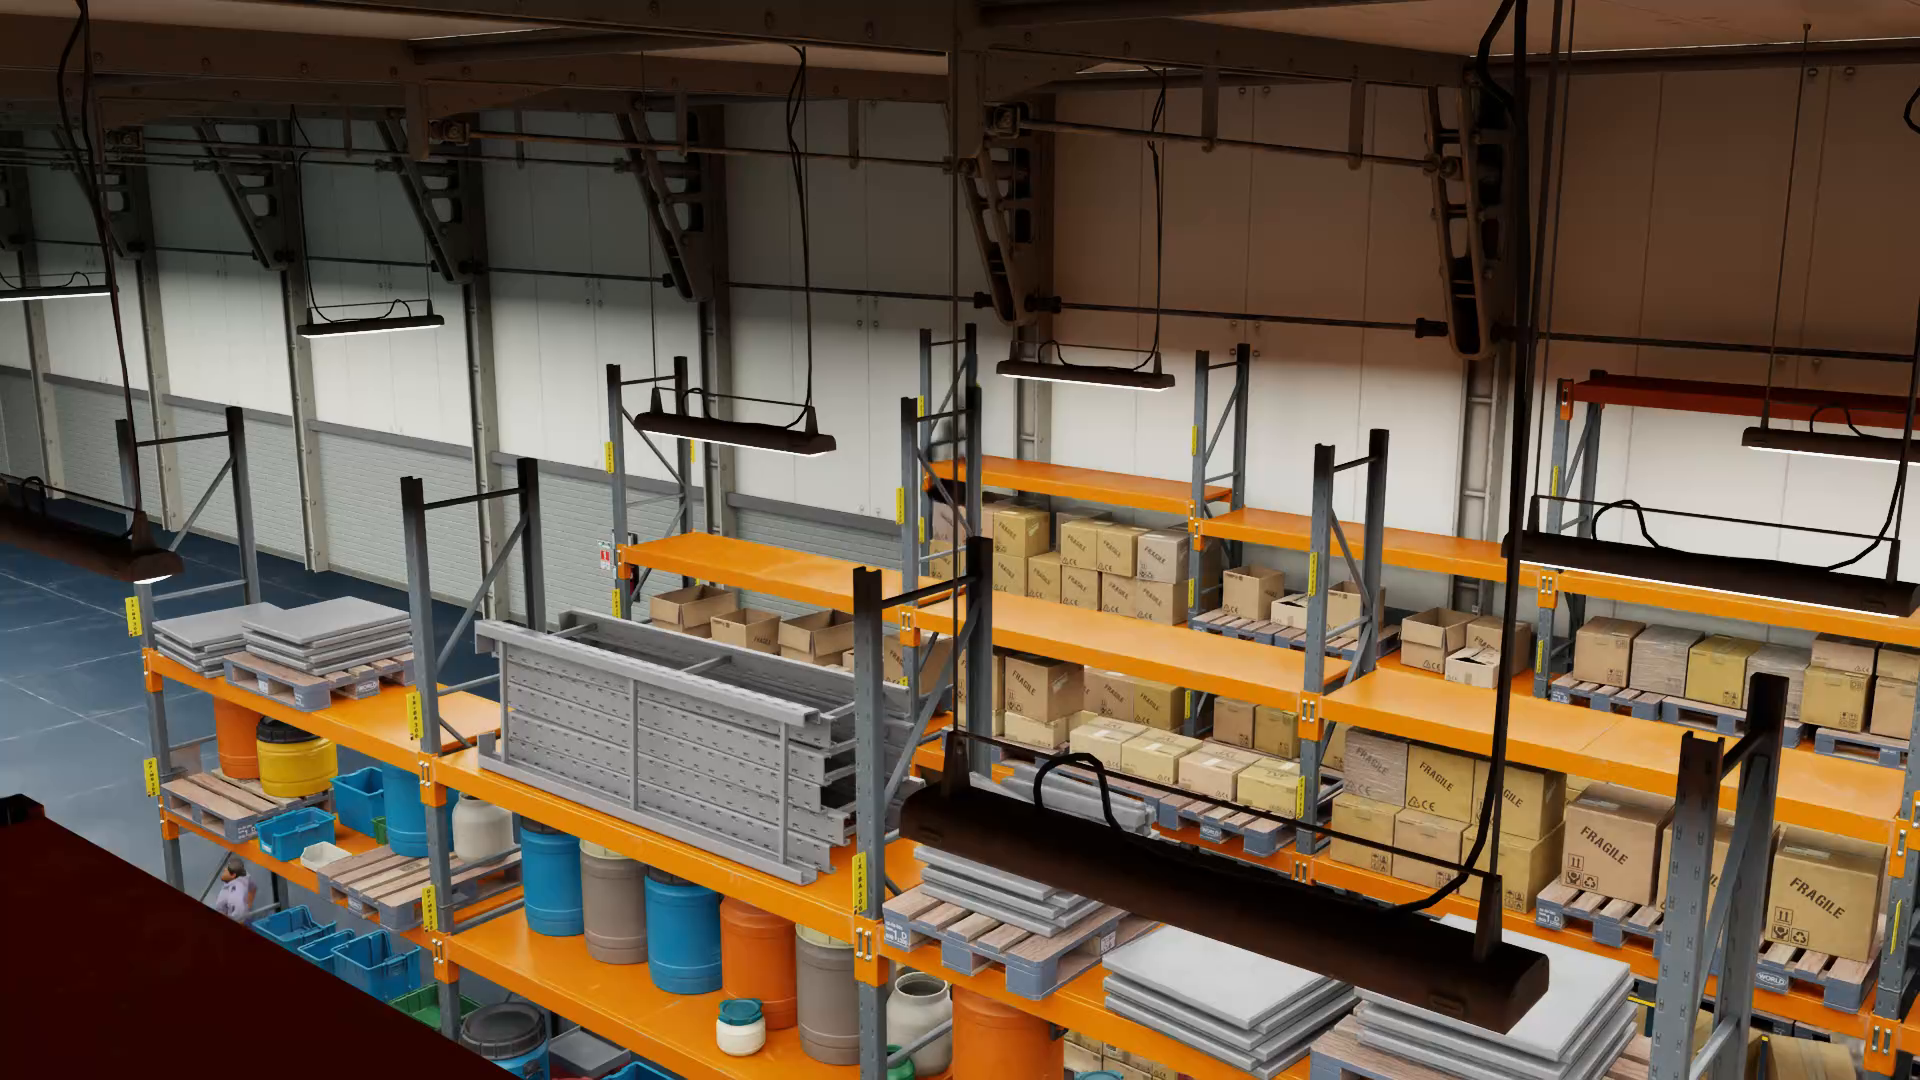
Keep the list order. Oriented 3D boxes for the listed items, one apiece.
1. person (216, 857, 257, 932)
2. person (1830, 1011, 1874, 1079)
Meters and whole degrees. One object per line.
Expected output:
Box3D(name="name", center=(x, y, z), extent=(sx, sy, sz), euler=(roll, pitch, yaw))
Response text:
Box3D(name="person", center=(-6.997, 3.780, 15.983), extent=(0.512, 1.563, 0.645), euler=(-4, 13, -19))
Box3D(name="person", center=(7.253, 4.237, 13.518), extent=(0.839, 1.793, 0.728), euler=(7, 14, 29))
